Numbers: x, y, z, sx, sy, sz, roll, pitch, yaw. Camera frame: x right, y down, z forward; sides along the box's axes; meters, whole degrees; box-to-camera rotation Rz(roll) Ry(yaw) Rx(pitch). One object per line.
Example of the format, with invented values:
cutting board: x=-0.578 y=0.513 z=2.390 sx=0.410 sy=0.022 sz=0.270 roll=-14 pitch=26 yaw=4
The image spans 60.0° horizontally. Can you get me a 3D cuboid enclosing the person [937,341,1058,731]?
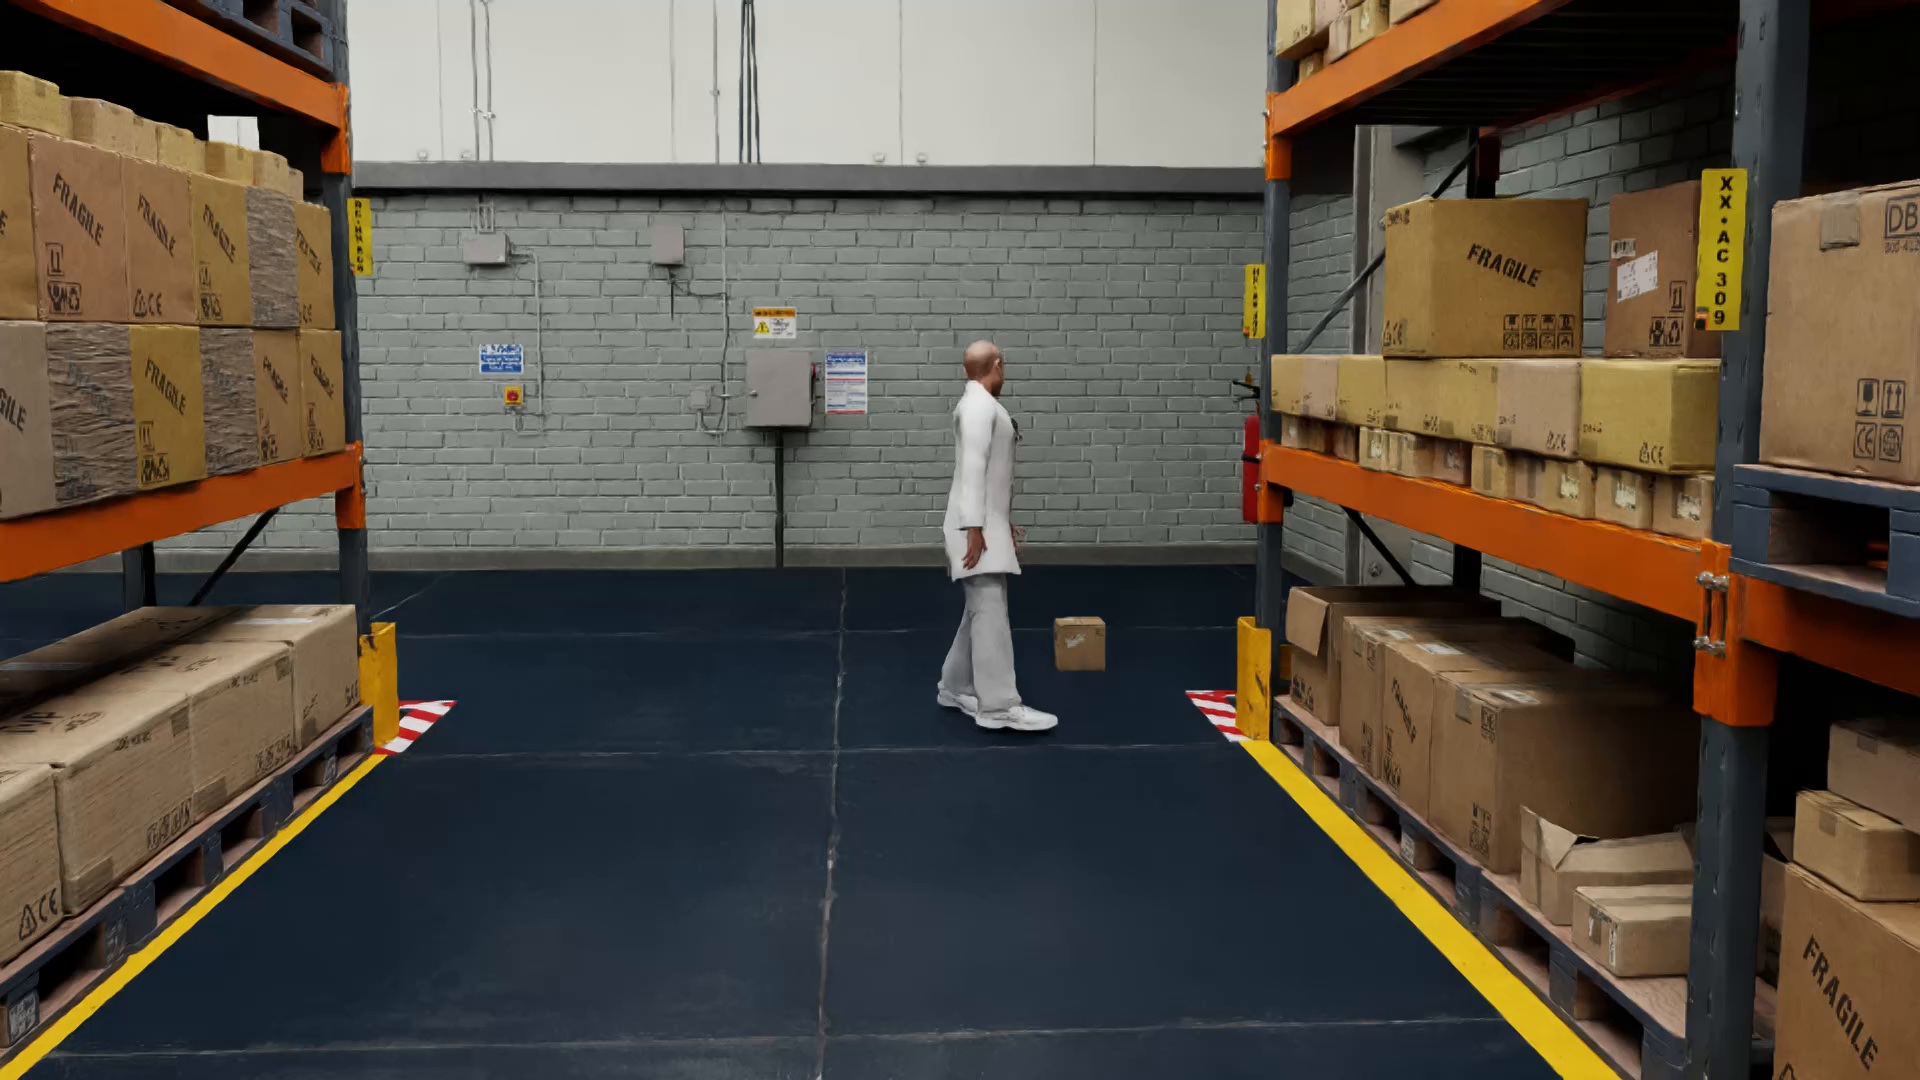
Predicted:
person: x=0.169 y=-0.028 z=7.695 sx=0.608 sy=1.773 sz=0.683 roll=1 pitch=7 yaw=6
